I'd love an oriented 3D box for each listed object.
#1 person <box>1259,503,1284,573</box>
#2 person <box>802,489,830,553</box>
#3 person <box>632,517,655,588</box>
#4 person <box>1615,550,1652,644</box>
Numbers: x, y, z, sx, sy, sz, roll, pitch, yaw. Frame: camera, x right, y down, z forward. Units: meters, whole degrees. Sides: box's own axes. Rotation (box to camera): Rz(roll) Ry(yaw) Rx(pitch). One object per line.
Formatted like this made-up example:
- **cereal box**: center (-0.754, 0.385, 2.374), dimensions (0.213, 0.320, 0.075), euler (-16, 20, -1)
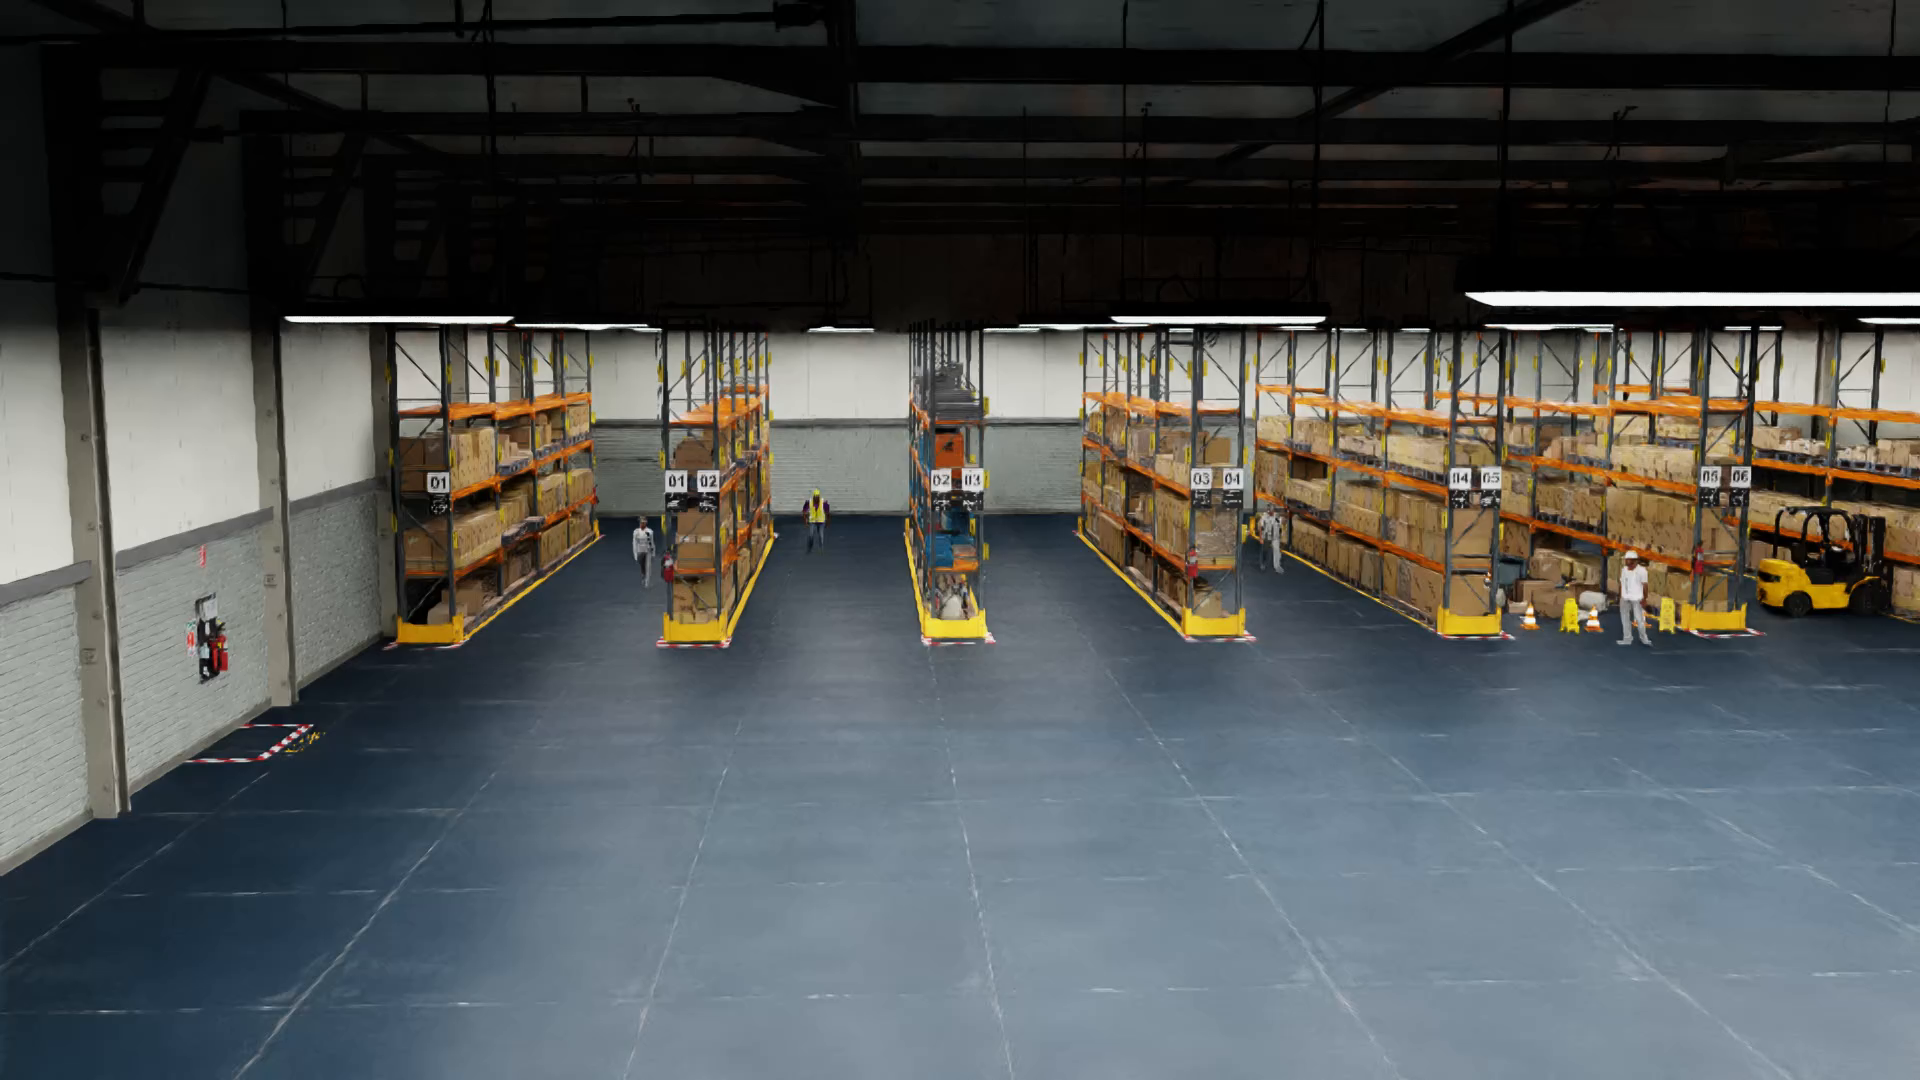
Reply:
- **person**: center (7.486, -0.079, 40.137), dimensions (0.542, 1.675, 1.126), euler (0, 7, -1)
- **person**: center (-3.753, -0.482, 43.440), dimensions (0.719, 1.714, 0.577), euler (-1, 7, -5)
- **person**: center (-7.193, 0.255, 37.786), dimensions (0.495, 1.585, 1.086), euler (0, 7, -1)
- **person**: center (12.486, 1.061, 30.809), dimensions (0.541, 1.760, 0.660), euler (-4, 8, -30)
